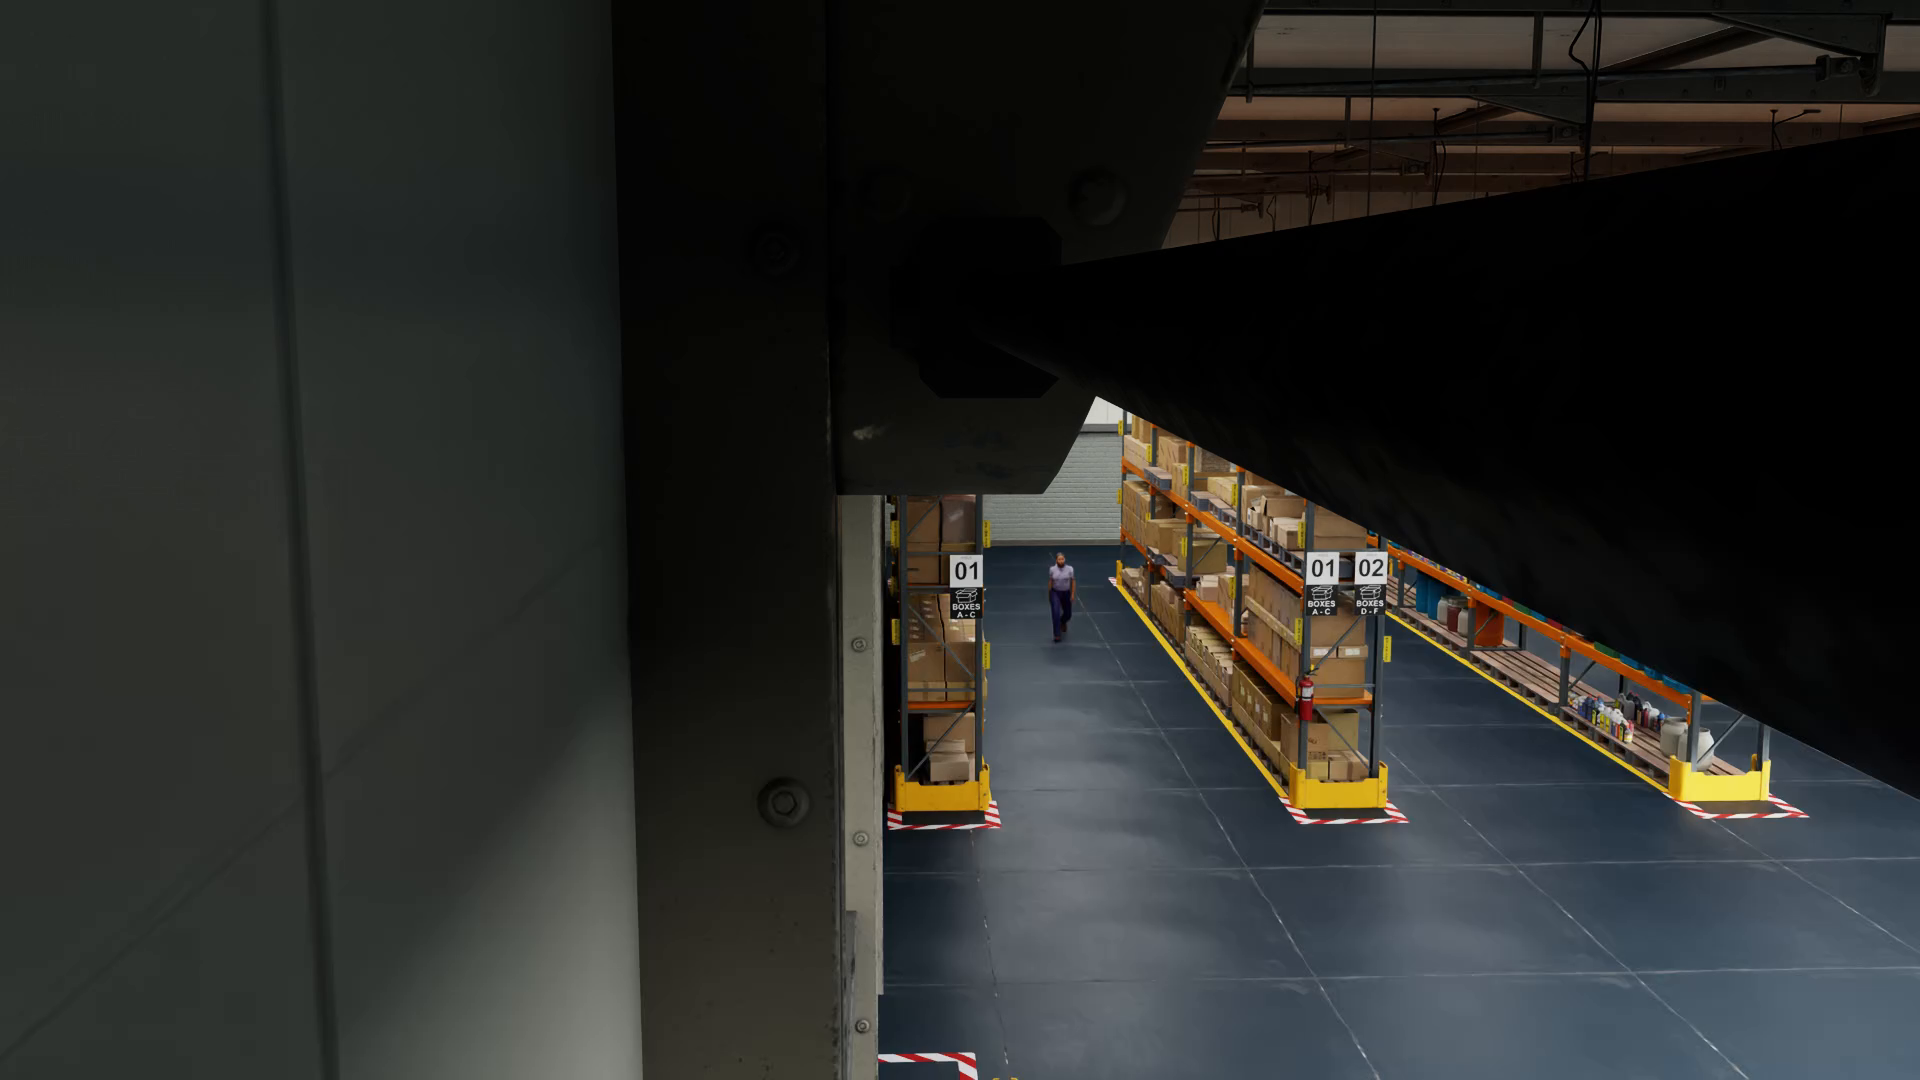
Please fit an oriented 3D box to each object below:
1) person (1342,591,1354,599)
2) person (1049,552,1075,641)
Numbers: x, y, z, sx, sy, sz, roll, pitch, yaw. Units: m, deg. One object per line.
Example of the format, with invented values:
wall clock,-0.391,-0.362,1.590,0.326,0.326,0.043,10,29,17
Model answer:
person,7.669,0.615,32.805,0.586,1.787,0.547,-5,10,-30
person,1.874,1.005,30.712,0.485,1.602,0.857,-1,8,-5
